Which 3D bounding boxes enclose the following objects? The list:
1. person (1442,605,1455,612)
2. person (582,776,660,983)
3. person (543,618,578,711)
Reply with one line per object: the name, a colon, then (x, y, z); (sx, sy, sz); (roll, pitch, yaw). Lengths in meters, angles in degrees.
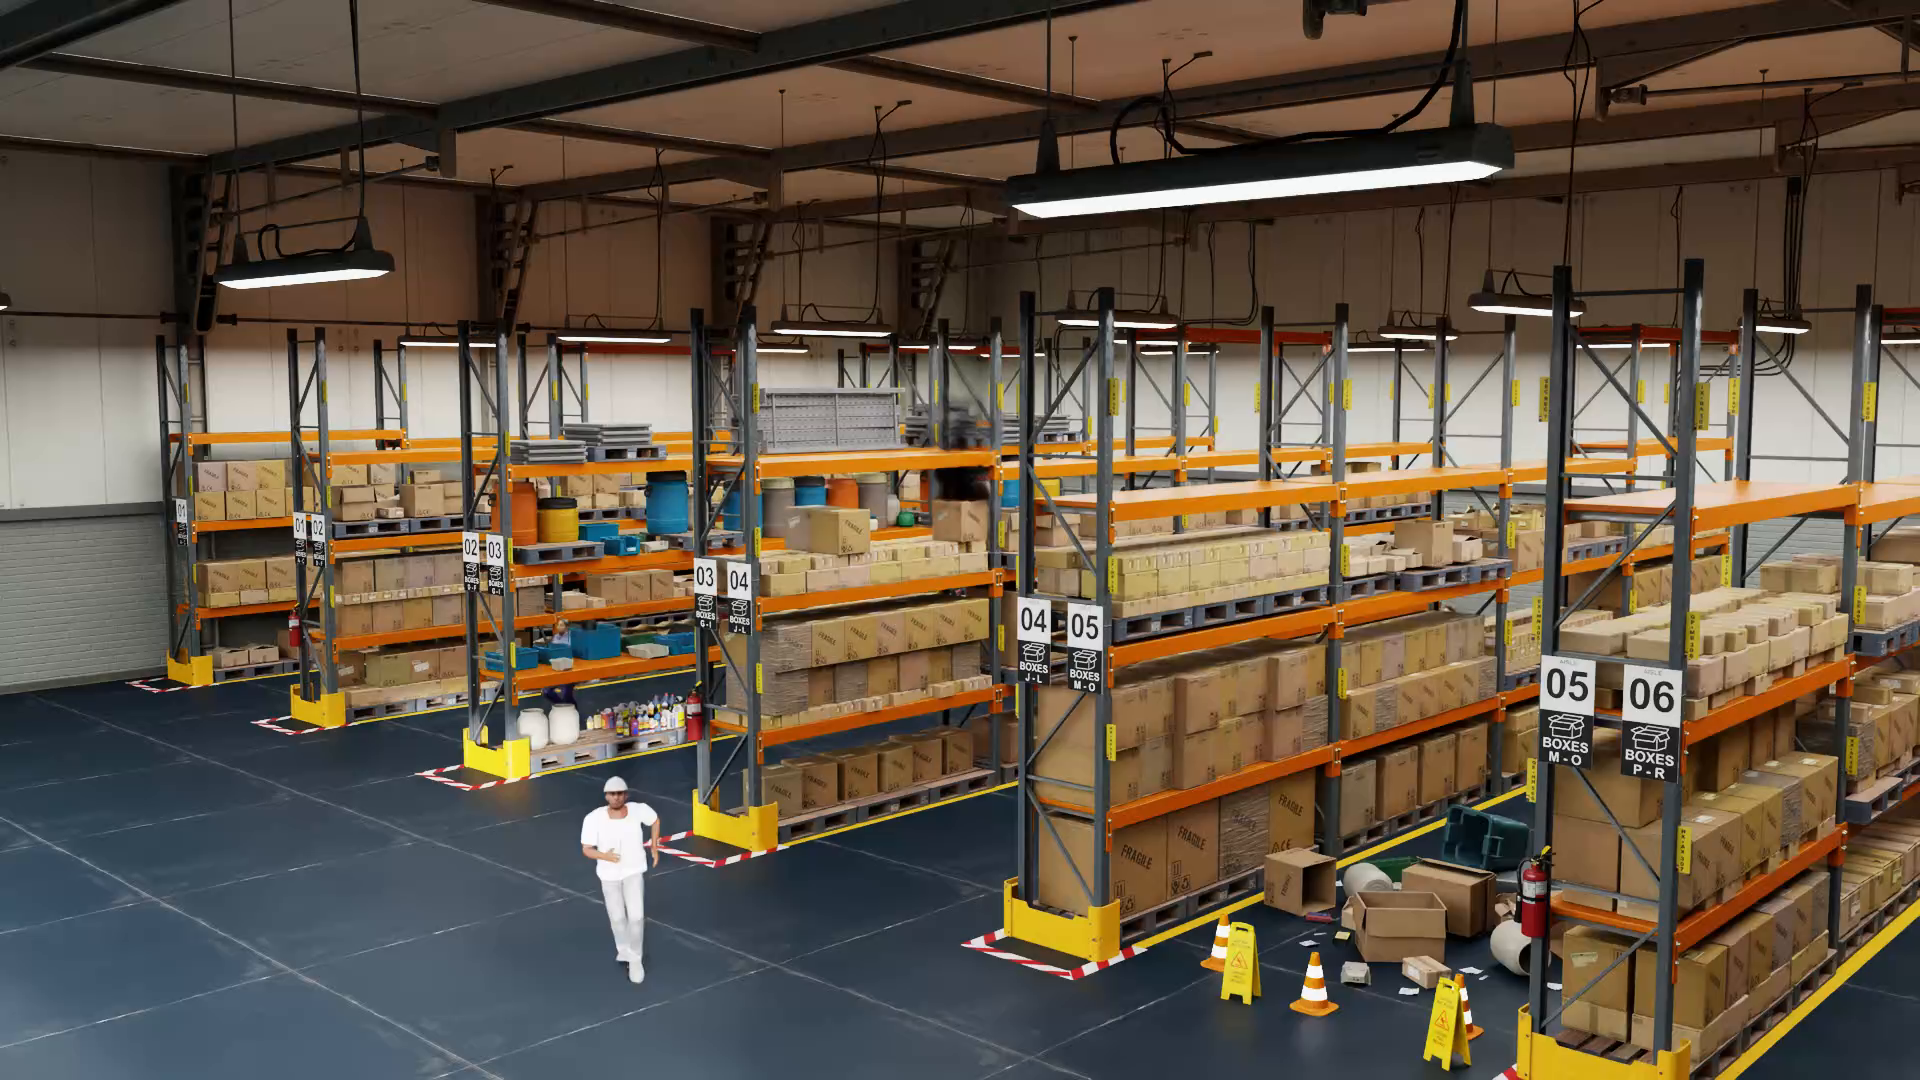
person: (7.696, 1.859, 26.284); (0.587, 1.649, 1.013); (4, 7, 39)
person: (-2.960, 2.936, 14.546); (0.644, 1.795, 0.713); (-1, 5, -7)
person: (-6.045, 1.990, 25.182); (0.590, 1.607, 0.590); (3, 6, 27)
